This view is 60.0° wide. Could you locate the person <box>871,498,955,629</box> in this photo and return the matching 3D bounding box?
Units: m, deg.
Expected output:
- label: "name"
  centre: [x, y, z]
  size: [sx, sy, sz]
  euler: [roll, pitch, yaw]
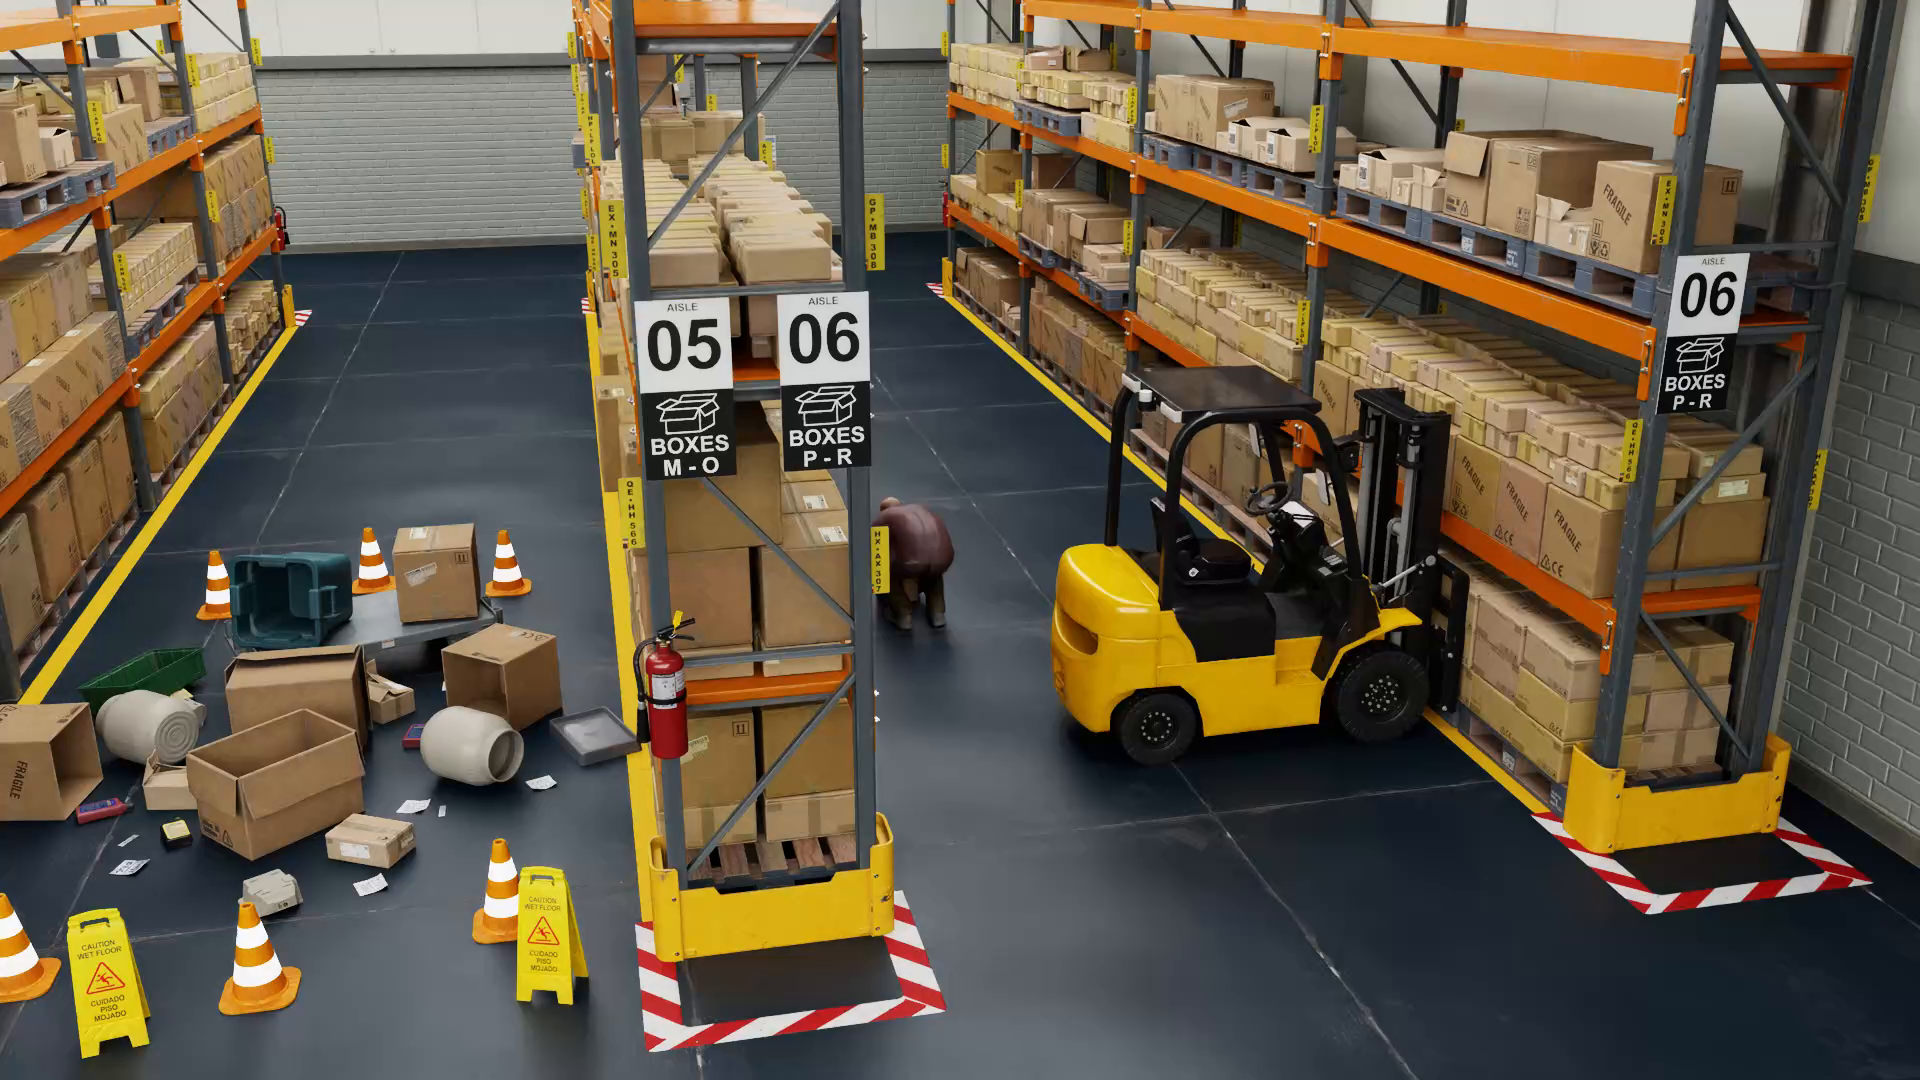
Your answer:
- label: "person"
  centre: [-0.360, 0.161, 12.113]
  size: [0.581, 0.836, 0.951]
  euler: [-6, 20, -17]
